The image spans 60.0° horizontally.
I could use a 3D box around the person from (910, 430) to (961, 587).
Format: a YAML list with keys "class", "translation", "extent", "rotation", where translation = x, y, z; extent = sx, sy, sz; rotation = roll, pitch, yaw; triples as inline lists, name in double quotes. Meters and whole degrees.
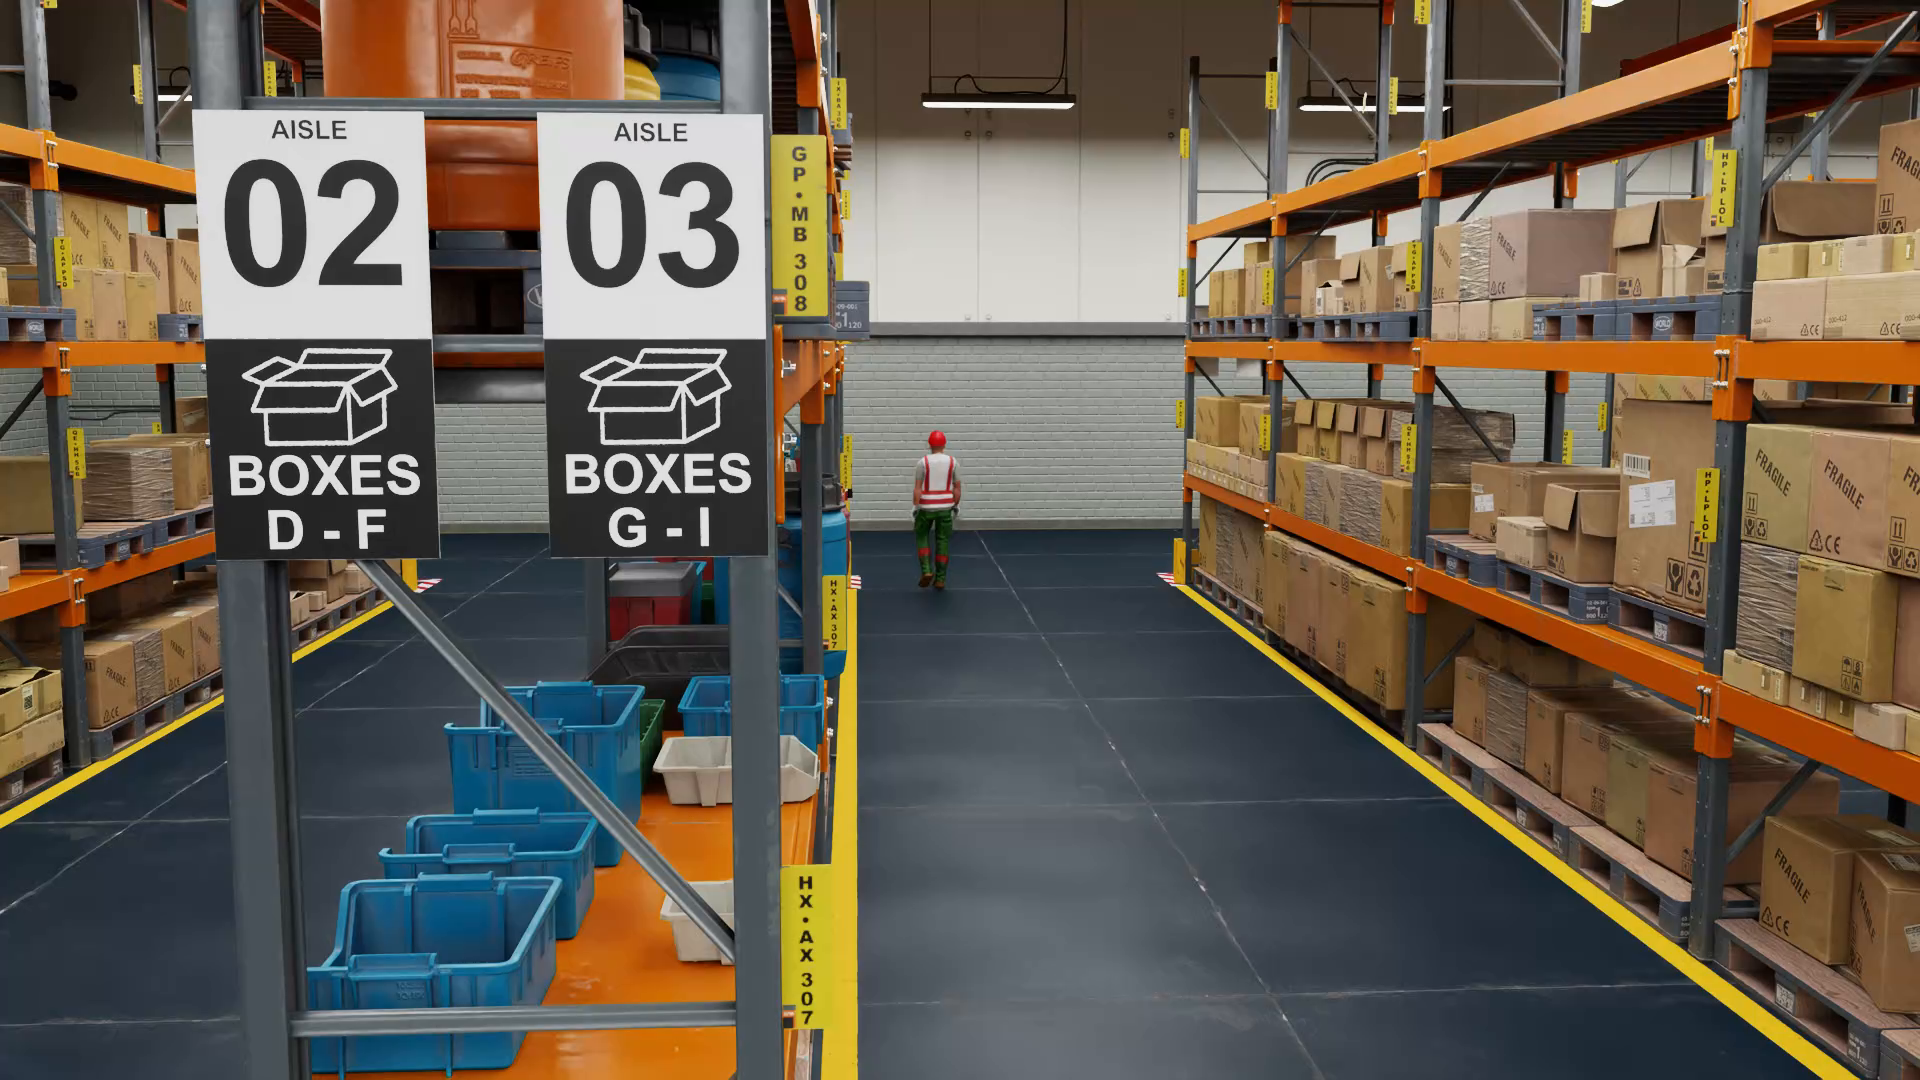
- class: "person"
  translation: [-0.285, -0.340, 18.981]
  extent: [0.598, 1.834, 0.504]
  rotation: [-1, 7, -8]
